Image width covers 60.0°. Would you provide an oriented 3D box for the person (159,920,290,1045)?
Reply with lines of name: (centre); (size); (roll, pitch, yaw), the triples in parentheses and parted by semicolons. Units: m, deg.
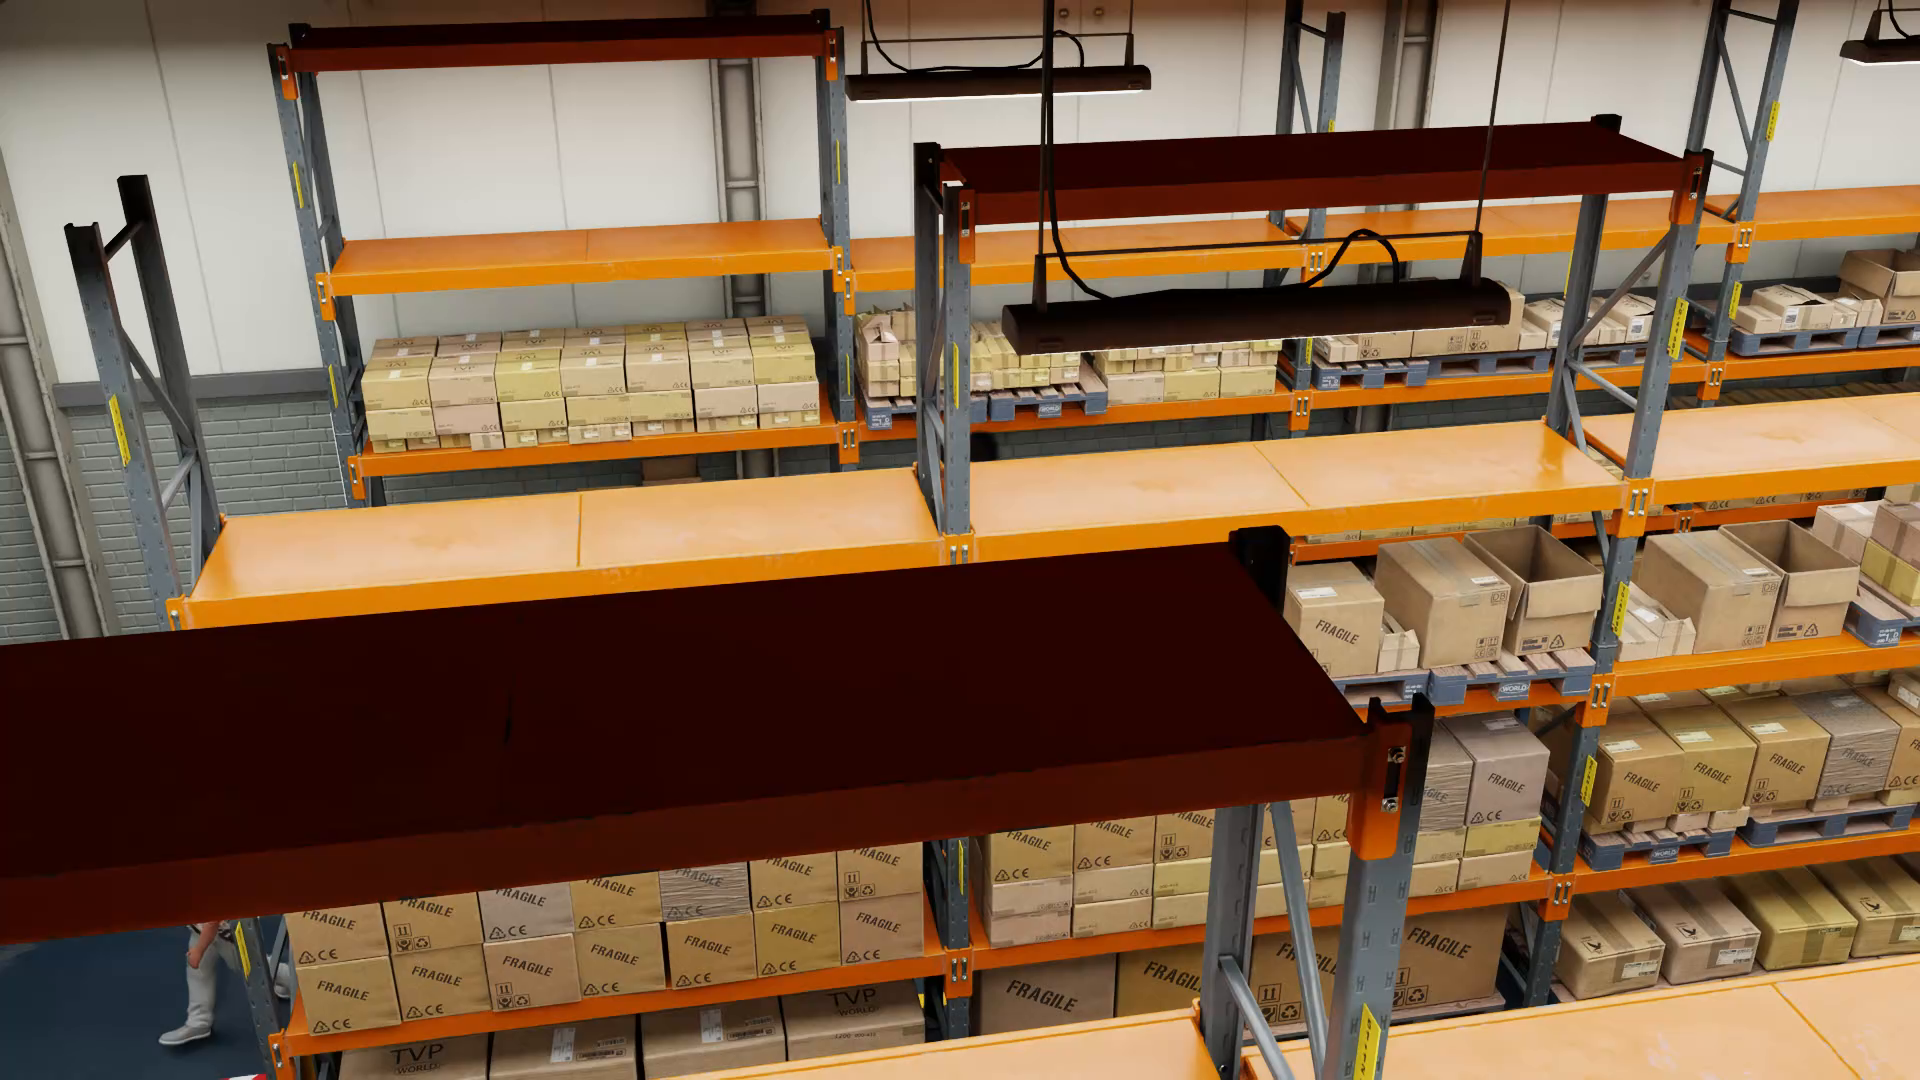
person: (-4.910, 2.560, 11.008); (1.001, 1.696, 0.539); (-22, 33, -38)
